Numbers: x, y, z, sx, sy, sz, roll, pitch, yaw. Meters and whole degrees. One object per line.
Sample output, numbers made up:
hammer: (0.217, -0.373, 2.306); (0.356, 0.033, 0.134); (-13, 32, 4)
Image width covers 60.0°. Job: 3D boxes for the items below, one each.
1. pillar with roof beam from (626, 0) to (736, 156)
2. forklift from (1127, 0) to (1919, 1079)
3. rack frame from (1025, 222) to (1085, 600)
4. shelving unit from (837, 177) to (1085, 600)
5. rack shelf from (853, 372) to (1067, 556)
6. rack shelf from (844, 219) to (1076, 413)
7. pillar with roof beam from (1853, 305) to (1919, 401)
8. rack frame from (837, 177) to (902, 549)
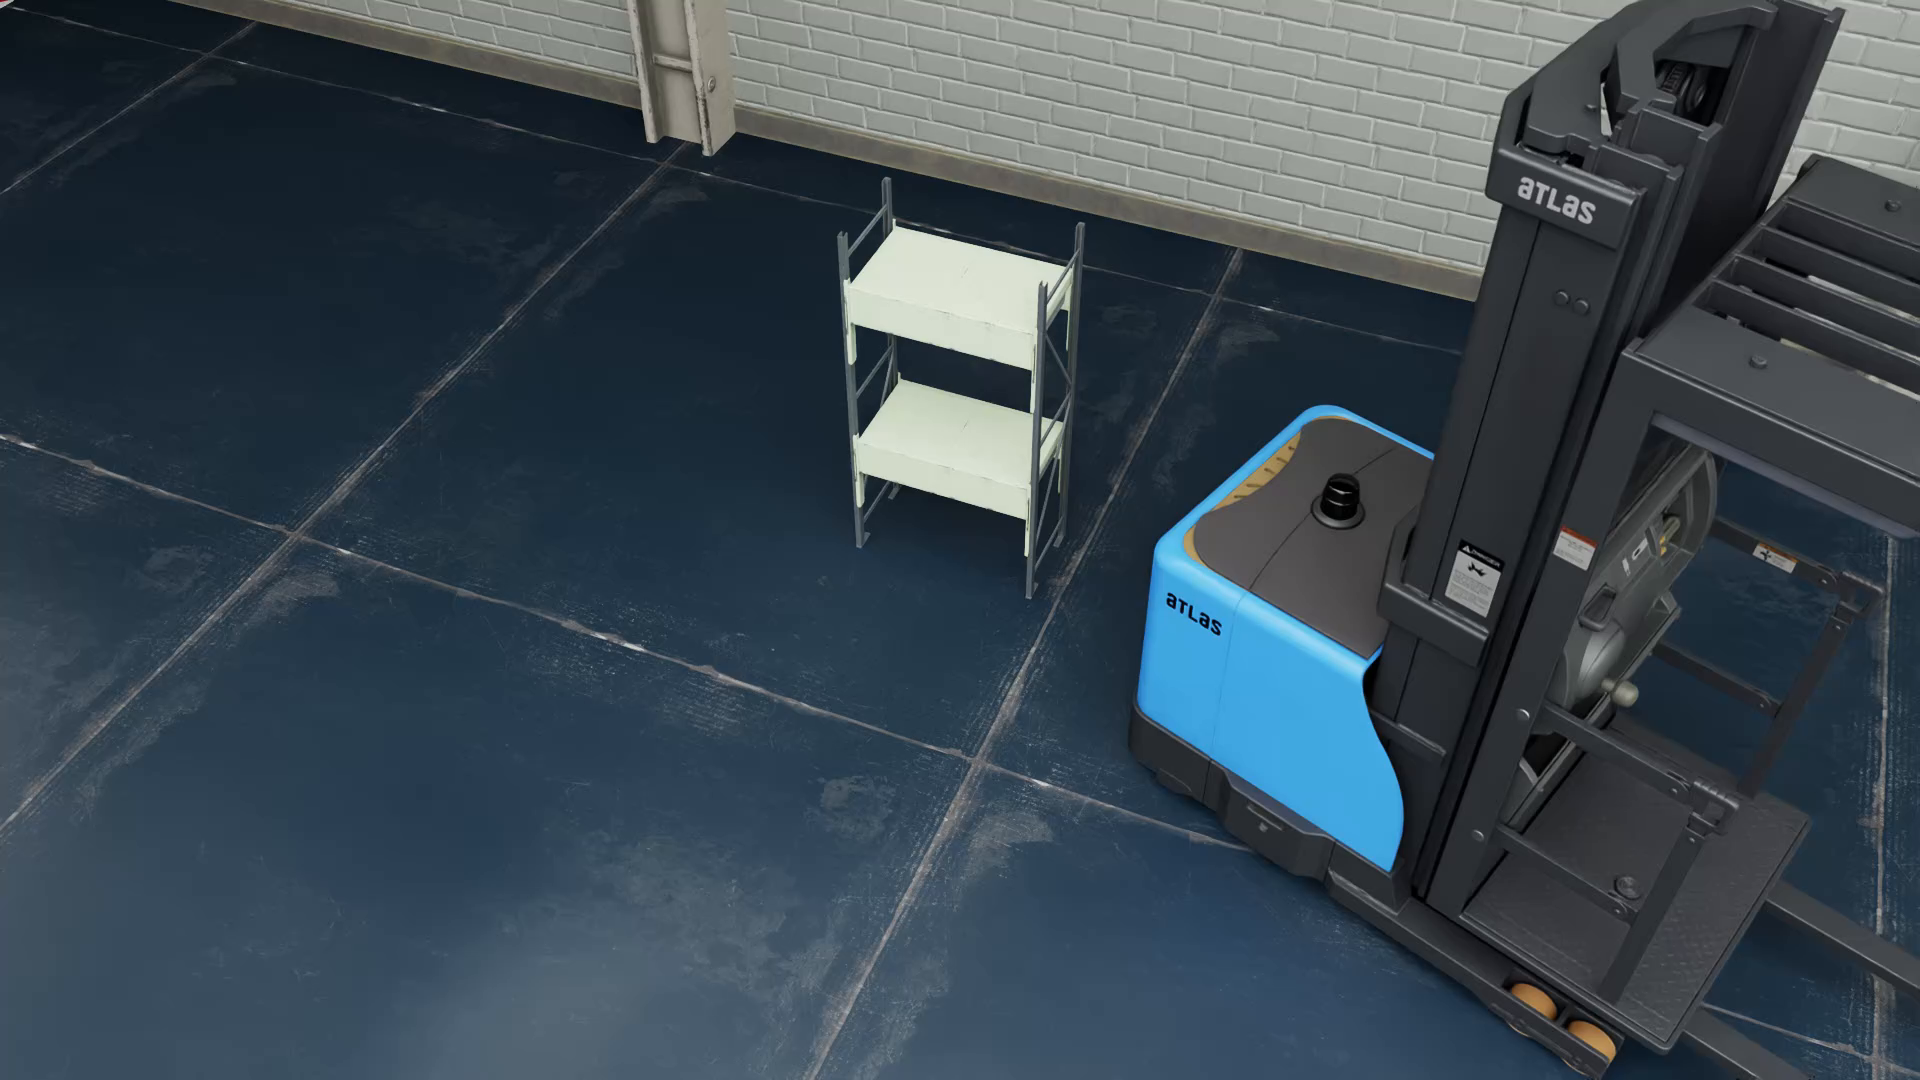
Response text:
pillar with roof beam: (-3.094, -2.567, 2.950); (0.400, 9.000, 9.100); (16, 47, 16)
forklift: (2.034, 0.175, 4.496); (3.031, 2.935, 1.130); (32, 53, 28)
rack frame: (0.344, -0.430, 6.119); (0.023, 1.500, 0.400); (16, 47, 16)
shelving unit: (0.006, -0.530, 6.219); (0.755, 1.500, 0.431); (16, 47, 16)
rack shelf: (0.006, -0.299, 6.449); (0.720, 0.370, 0.431); (16, 47, 16)
rack shelf: (0.006, -0.807, 5.944); (0.720, 0.370, 0.431); (16, 47, 16)
pillar with roof beam: (2.443, -0.938, 1.313); (0.400, 9.000, 9.100); (16, 47, 16)
rack frame: (-0.332, -0.629, 6.319); (0.023, 1.500, 0.400); (16, 47, 16)
